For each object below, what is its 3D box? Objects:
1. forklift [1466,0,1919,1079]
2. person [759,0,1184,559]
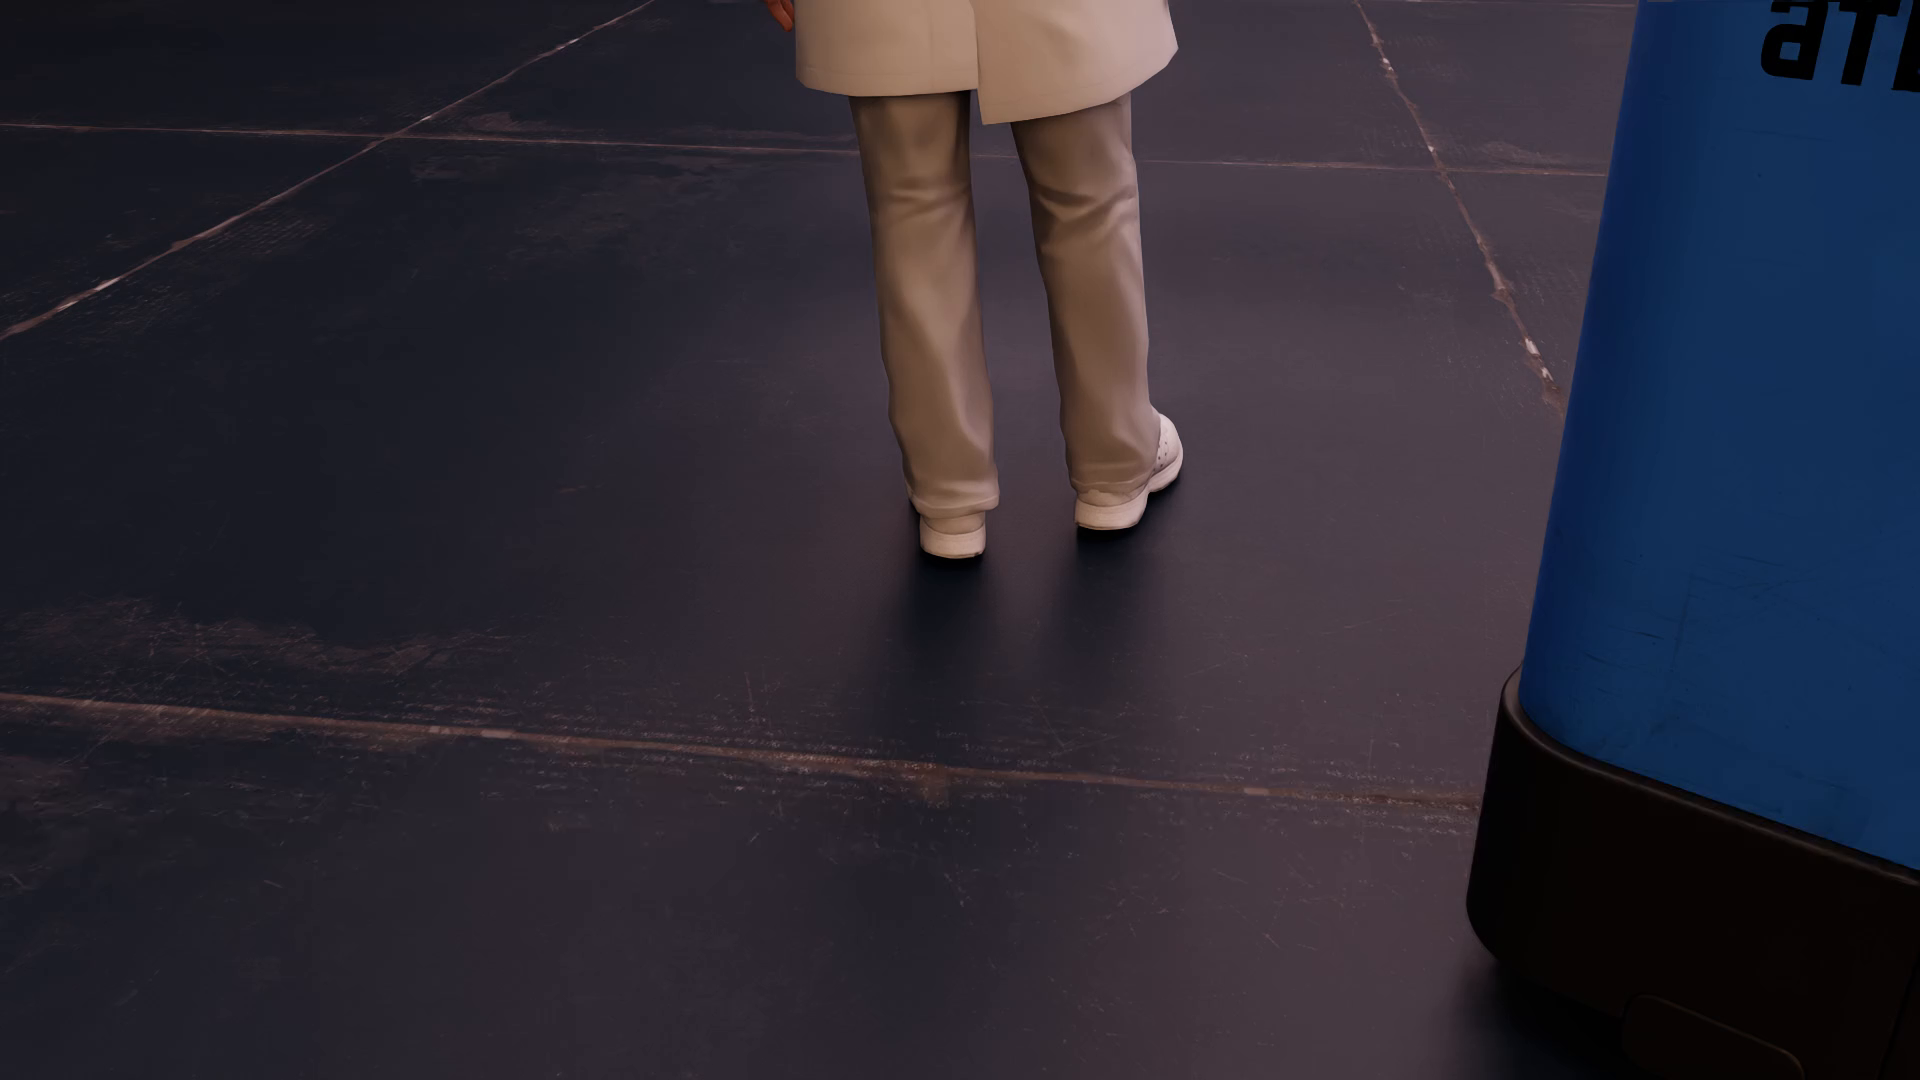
[{"bbox_3d":[1.963,-0.637,0.493,3.031,2.935,1.130,19,32,33],"label":"forklift"},{"bbox_3d":[0.017,-0.842,2.179,0.694,1.776,0.581,3,27,7],"label":"person"}]
